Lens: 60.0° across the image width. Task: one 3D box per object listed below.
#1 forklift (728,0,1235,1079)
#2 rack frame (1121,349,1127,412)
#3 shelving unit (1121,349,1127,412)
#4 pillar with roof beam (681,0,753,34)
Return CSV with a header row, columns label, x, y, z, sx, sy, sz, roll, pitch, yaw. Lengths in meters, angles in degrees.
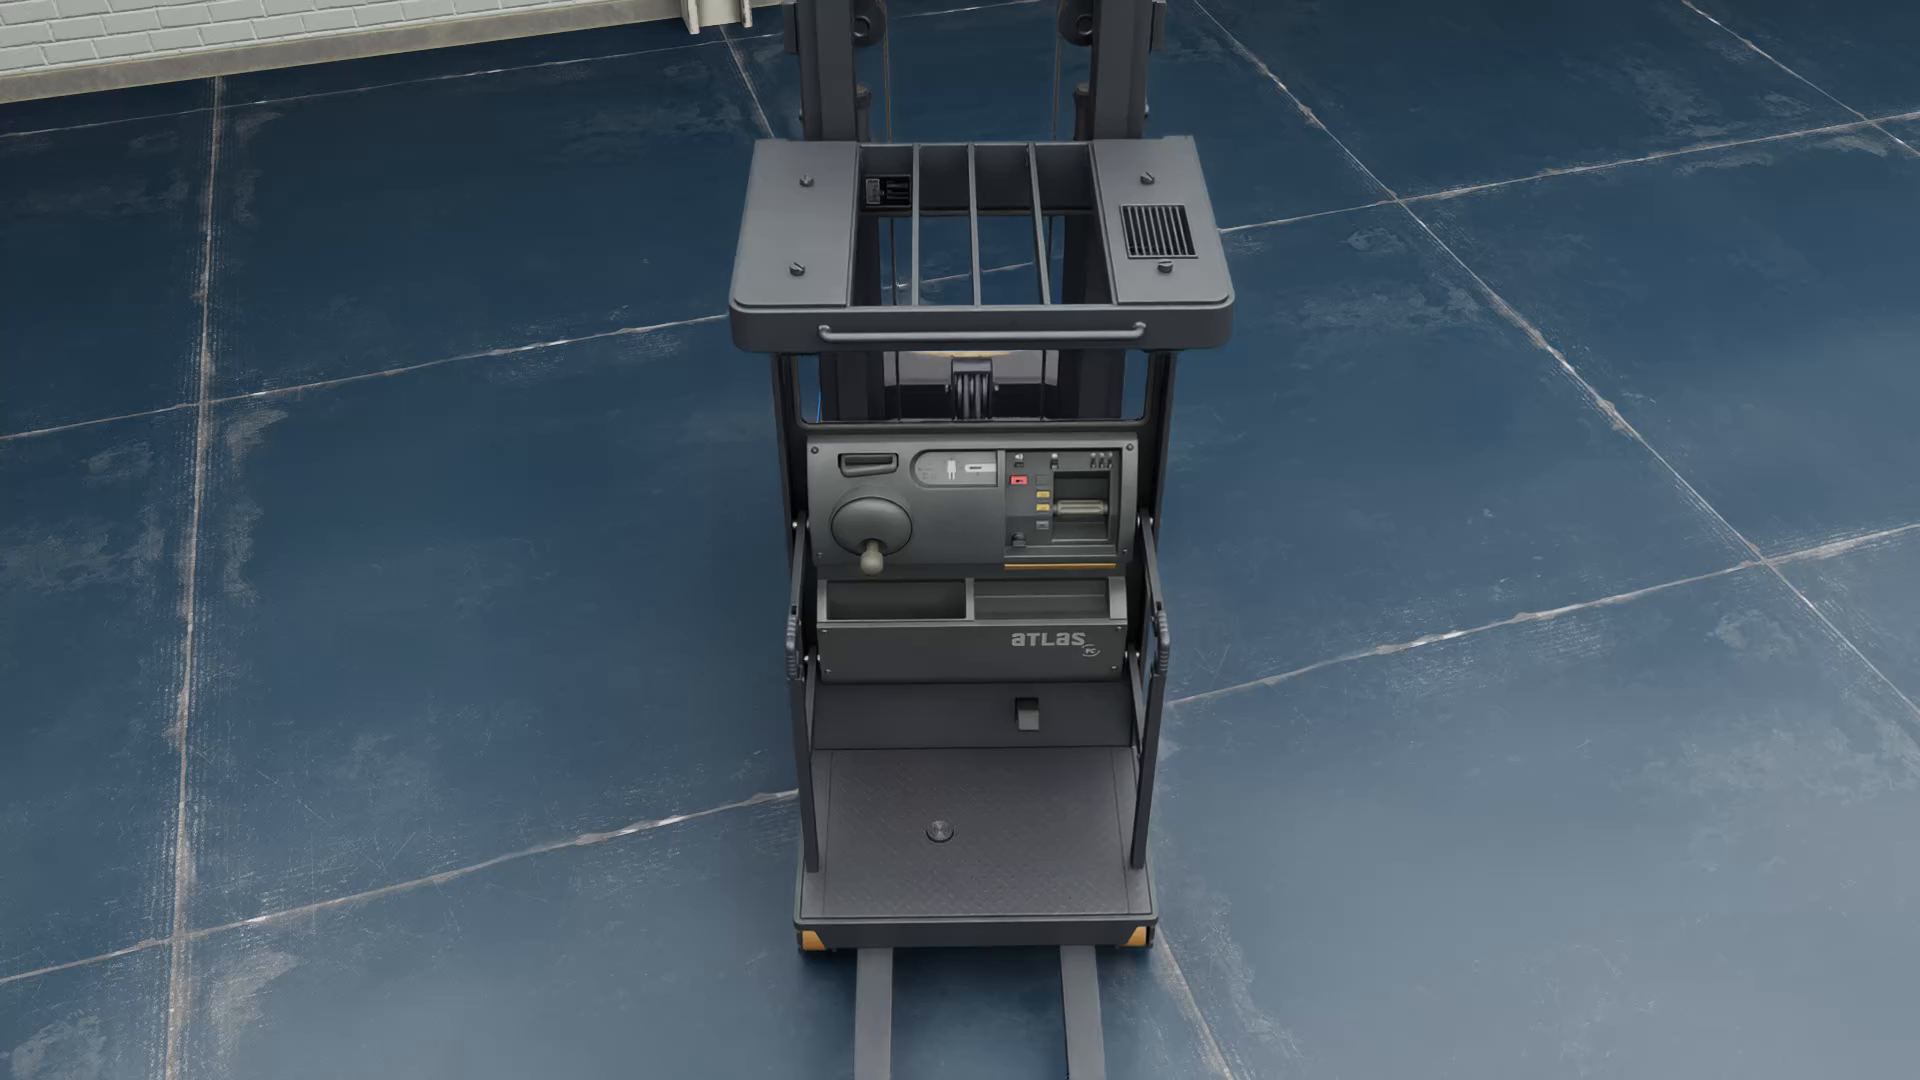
label,x,y,z,sx,sy,sz,roll,pitch,yaw
forklift,0.041,-0.020,4.546,1.130,2.935,3.031,-1,41,-1
rack frame,0.575,-0.707,6.419,0.032,1.500,0.500,-3,41,-4
shelving unit,0.068,-0.679,6.387,1.048,1.500,0.538,-3,41,-4
pillar with roof beam,-0.242,-3.972,4.457,0.400,9.000,9.100,-12,42,-13
